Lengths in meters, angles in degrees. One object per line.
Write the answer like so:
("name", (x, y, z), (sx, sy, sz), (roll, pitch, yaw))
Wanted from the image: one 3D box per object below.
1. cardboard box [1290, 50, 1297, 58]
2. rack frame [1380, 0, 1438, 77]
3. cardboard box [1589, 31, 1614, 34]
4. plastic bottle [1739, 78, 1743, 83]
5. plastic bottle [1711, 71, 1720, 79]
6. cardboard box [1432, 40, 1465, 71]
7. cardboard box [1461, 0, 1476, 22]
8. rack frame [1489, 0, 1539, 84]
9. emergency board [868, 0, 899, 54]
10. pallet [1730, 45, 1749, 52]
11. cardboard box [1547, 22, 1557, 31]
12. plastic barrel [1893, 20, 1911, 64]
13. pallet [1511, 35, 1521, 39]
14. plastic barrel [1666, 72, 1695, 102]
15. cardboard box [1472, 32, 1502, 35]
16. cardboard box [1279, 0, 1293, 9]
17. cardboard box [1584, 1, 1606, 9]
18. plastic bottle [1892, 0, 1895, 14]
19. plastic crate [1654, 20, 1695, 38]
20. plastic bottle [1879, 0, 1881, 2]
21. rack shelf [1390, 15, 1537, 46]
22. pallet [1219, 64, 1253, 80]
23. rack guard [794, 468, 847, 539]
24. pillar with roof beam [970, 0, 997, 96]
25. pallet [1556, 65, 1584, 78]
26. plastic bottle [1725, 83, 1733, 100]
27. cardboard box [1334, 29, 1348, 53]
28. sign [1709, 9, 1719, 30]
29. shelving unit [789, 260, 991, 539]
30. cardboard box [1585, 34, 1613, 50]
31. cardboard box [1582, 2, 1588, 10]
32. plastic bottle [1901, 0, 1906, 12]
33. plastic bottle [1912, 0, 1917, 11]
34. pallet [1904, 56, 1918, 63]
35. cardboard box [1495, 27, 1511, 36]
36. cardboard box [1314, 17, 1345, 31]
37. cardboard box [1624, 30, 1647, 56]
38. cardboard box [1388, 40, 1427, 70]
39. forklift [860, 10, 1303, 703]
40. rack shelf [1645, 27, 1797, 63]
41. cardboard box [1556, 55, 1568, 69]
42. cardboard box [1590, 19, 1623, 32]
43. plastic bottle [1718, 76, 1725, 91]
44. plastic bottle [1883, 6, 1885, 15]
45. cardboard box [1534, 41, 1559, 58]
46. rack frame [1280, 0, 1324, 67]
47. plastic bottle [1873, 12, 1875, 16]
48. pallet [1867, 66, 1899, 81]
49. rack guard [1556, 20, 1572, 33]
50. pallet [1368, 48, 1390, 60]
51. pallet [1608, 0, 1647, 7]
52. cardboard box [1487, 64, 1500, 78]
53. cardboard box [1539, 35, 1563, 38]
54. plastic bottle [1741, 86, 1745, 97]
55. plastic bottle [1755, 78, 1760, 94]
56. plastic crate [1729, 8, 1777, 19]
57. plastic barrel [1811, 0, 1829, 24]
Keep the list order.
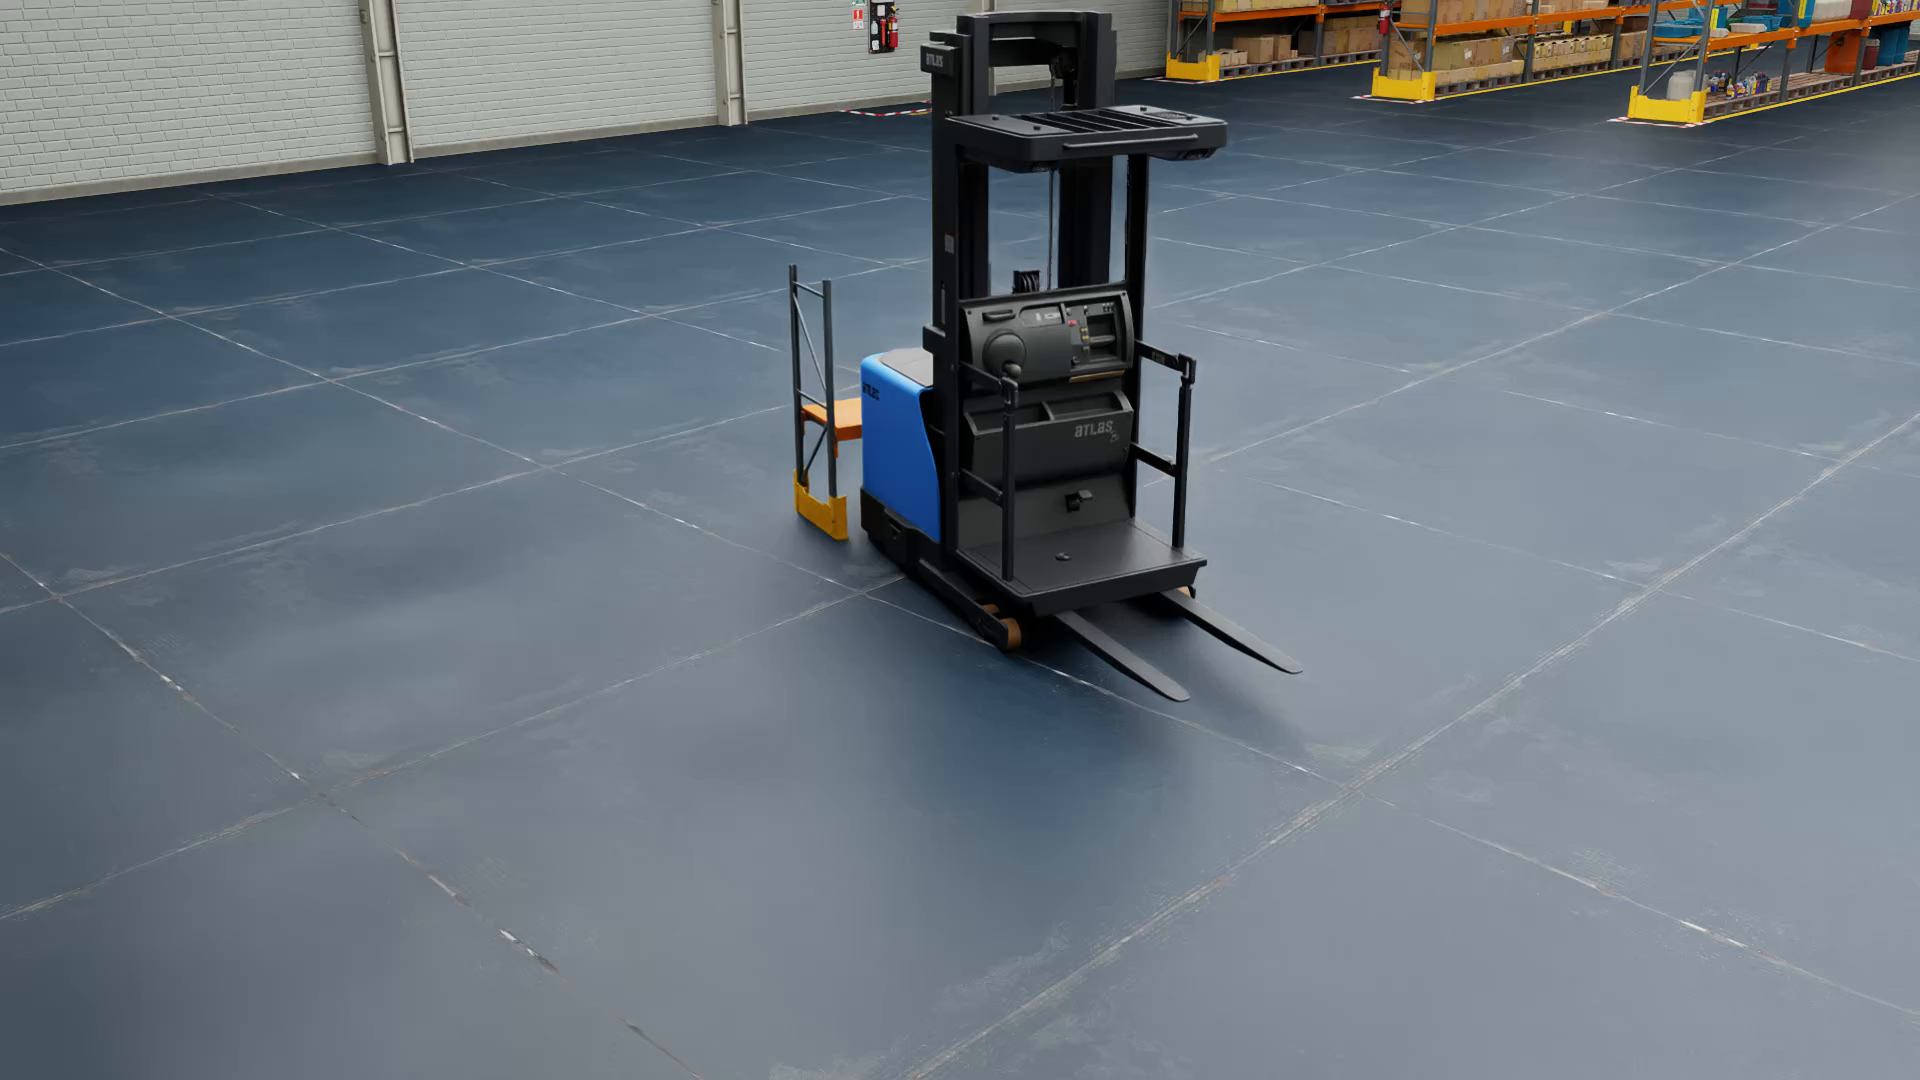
("cardboard box", (7.193, -10.708, 36.588), (0.380, 0.166, 0.250), (15, 26, 34))
("rack frame", (8.307, -9.703, 30.638), (1.000, 3.000, 0.127), (19, 28, 41))
("cardboard box", (14.372, -11.097, 37.136), (0.500, 0.500, 0.500), (-19, 28, -40))
("plastic bottle", (13.849, -8.044, 29.494), (0.061, 0.283, 0.133), (19, 28, 41))
("plastic bottle", (13.651, -8.307, 30.086), (0.144, 0.351, 0.185), (18, 27, 38))
("cardboard box", (9.188, -9.177, 31.471), (0.500, 0.500, 0.500), (19, 28, 41))
("cardboard box", (9.355, -10.129, 31.607), (0.700, 0.500, 0.500), (19, 28, 41))
("rack frame", (11.097, -10.731, 33.313), (1.000, 3.000, 0.127), (19, 28, 41))
("emergency board", (-1.314, -9.170, 29.252), (0.194, 1.169, 0.643), (19, 28, 41))
("pallet", (18.860, -12.289, 41.254), (1.003, 0.211, 1.213), (19, 28, 41))
("cardboard box", (15.500, -13.879, 44.401), (0.700, 0.500, 0.500), (19, 28, 41))
("plastic barrel", (19.833, -10.628, 35.384), (0.600, 0.901, 0.708), (19, 28, 41))
("pallet", (13.713, -12.901, 42.844), (1.003, 0.211, 1.213), (19, 28, 41))
("plastic barrel", (12.257, -7.685, 28.271), (0.421, 0.512, 0.421), (0, 21, 0))
("cardboard box", (10.549, -9.953, 33.490), (0.500, 0.500, 0.500), (19, 28, 41))
("cardboard box", (6.739, -11.453, 35.371), (0.500, 0.250, 0.500), (19, 28, 40))
("cardboard box", (13.458, -11.342, 35.252), (0.380, 0.149, 0.250), (19, 28, 41))
("plastic bottle", (18.873, -10.809, 33.694), (0.097, 0.271, 0.097), (0, 21, 0))
("plastic crate", (11.988, -8.596, 27.966), (0.499, 0.251, 0.616), (19, 28, 41))
("plastic bottle", (19.091, -11.189, 34.678), (0.152, 0.276, 0.135), (19, 28, 41))
("rack shelf", (9.702, -9.881, 32.105), (1.077, 0.370, 4.000), (19, 28, 41))
("pallet", (5.400, -9.860, 34.933), (1.003, 0.211, 1.213), (19, 28, 41))
("rack guard", (-0.825, -0.219, 9.795), (0.087, 0.250, 0.587), (-11, 24, -27))
("pillar with roof beam", (3.522, -11.519, 27.000), (9.100, 9.000, 0.400), (19, 28, 41))
("pallet", (12.434, -9.944, 35.151), (1.003, 0.211, 1.213), (19, 28, 41))
("plastic bottle", (13.341, -7.782, 28.830), (0.097, 0.271, 0.097), (0, 21, 0))
("cardboard box", (8.371, -11.347, 37.787), (0.700, 0.500, 0.500), (19, 28, 40))
("sign", (12.244, -8.453, 26.999), (0.100, 0.325, 0.005), (19, 28, 41))
("shelving unit", (-0.391, -0.890, 9.799), (1.083, 1.500, 0.587), (-11, 24, -27))
("cardboard box", (13.698, -10.737, 35.795), (0.500, 0.311, 0.500), (-19, 28, -41))
("cardboard box", (13.038, -11.300, 35.144), (0.250, 0.149, 0.380), (-18, 27, -38))
("plastic bottle", (19.319, -10.989, 34.157), (0.152, 0.276, 0.135), (19, 28, 41))
("plastic bottle", (19.817, -11.206, 34.616), (0.144, 0.351, 0.185), (19, 28, 41))
("pallet", (20.709, -10.444, 36.453), (1.003, 0.211, 1.213), (19, 28, 41))
("cardboard box", (13.721, -13.222, 42.693), (0.700, 0.500, 0.500), (20, 29, 41))
("cardboard box", (8.352, -11.666, 37.571), (0.500, 0.250, 0.500), (19, 28, 40))
("cardboard box", (15.124, -11.107, 37.162), (0.500, 0.500, 0.500), (19, 28, 40))
("cardboard box", (8.468, -9.178, 31.474), (0.500, 0.500, 0.500), (19, 28, 41))
("forklift", (0.549, -1.003, 8.100), (1.130, 2.935, 3.031), (-10, 23, -25))
("rack shelf", (13.248, -8.641, 28.877), (1.077, 0.370, 4.000), (19, 28, 41))
("cardboard box", (12.273, -9.950, 34.529), (0.500, 0.250, 0.500), (18, 28, 39))
("cardboard box", (14.408, -11.463, 37.042), (0.500, 0.250, 0.500), (-19, 28, -40))
("plastic bottle", (13.768, -8.251, 30.050), (0.097, 0.271, 0.097), (0, 21, 0))
("plastic bottle", (18.484, -10.632, 33.333), (0.097, 0.201, 0.097), (0, 21, 0))
("cardboard box", (11.917, -10.077, 34.076), (0.500, 0.311, 0.500), (19, 28, 40))
("rack frame", (7.545, -11.970, 36.536), (1.000, 3.000, 0.127), (19, 28, 41))
("plastic bottle", (18.068, -10.512, 32.922), (0.097, 0.271, 0.097), (0, 21, 0))
("pallet", (18.805, -9.742, 34.627), (1.003, 0.211, 1.213), (19, 28, 41))
("rack guard", (15.933, -13.894, 45.026), (1.175, 0.500, 0.348), (19, 28, 41))
("pallet", (9.789, -11.496, 39.190), (1.003, 0.211, 1.213), (19, 28, 41))
("pallet", (14.310, -11.862, 36.522), (1.213, 0.211, 1.003), (19, 28, 41))
("cardboard box", (10.236, -9.212, 32.607), (0.500, 0.250, 0.500), (19, 28, 41))
("cardboard box", (12.594, -10.605, 35.450), (0.500, 0.311, 0.500), (18, 28, 39))
("plastic bottle", (13.719, -7.889, 29.205), (0.097, 0.201, 0.097), (0, 21, 0))
("plastic bottle", (14.183, -8.089, 29.611), (0.133, 0.283, 0.061), (-18, 27, -39))
("plastic crate", (14.187, -9.359, 29.829), (0.767, 0.338, 0.504), (19, 28, 41))
("plastic barrel", (15.980, -9.934, 31.048), (0.433, 0.535, 0.433), (0, 21, 0))
